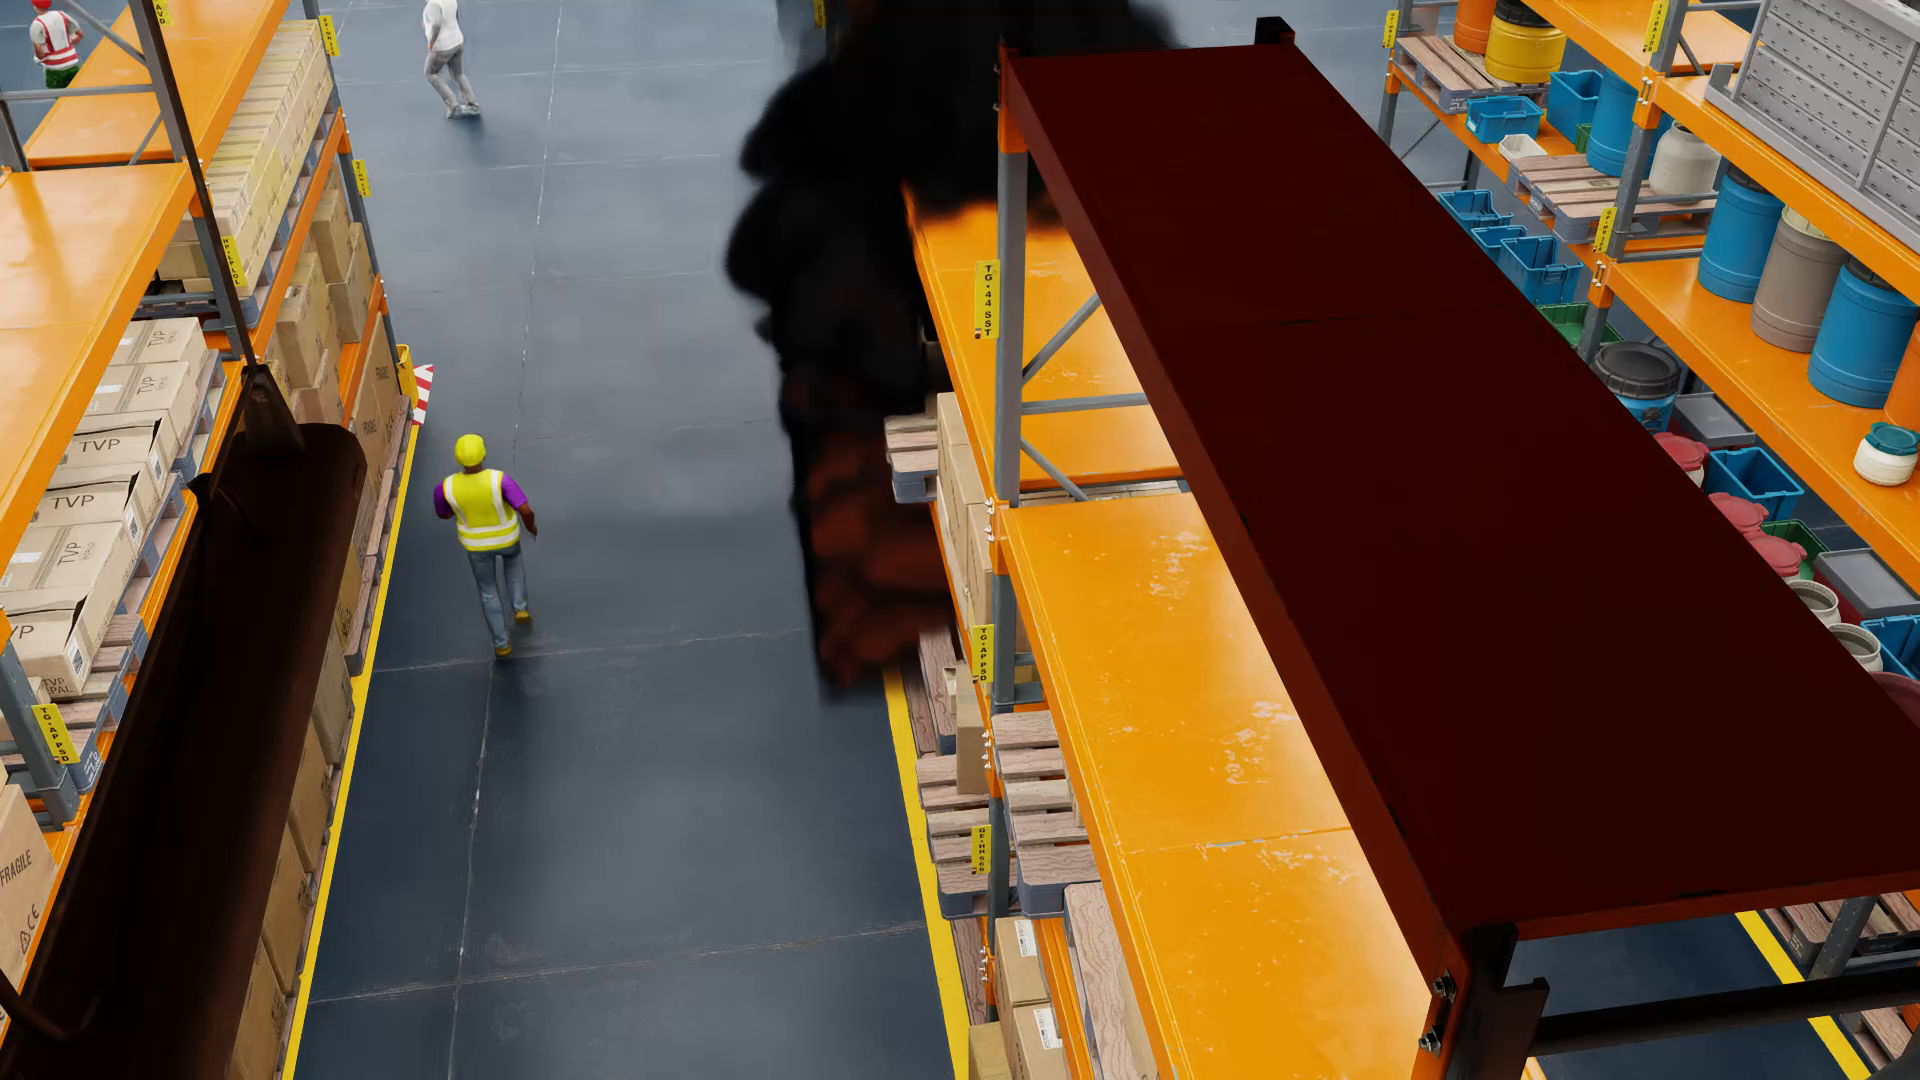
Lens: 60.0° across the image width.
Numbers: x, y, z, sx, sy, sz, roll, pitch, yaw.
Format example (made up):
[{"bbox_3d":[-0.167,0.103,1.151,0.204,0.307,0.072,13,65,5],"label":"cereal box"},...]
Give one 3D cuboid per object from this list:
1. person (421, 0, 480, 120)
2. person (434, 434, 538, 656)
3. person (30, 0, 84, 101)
[{"bbox_3d":[-6.260,-5.973,20.118,0.692,1.793,0.685,16,39,20],"label":"person"},{"bbox_3d":[-3.375,-0.006,11.984,0.669,1.798,0.728,-10,37,-13],"label":"person"},{"bbox_3d":[-10.576,-5.595,19.582,0.806,1.757,0.674,18,40,23],"label":"person"}]
